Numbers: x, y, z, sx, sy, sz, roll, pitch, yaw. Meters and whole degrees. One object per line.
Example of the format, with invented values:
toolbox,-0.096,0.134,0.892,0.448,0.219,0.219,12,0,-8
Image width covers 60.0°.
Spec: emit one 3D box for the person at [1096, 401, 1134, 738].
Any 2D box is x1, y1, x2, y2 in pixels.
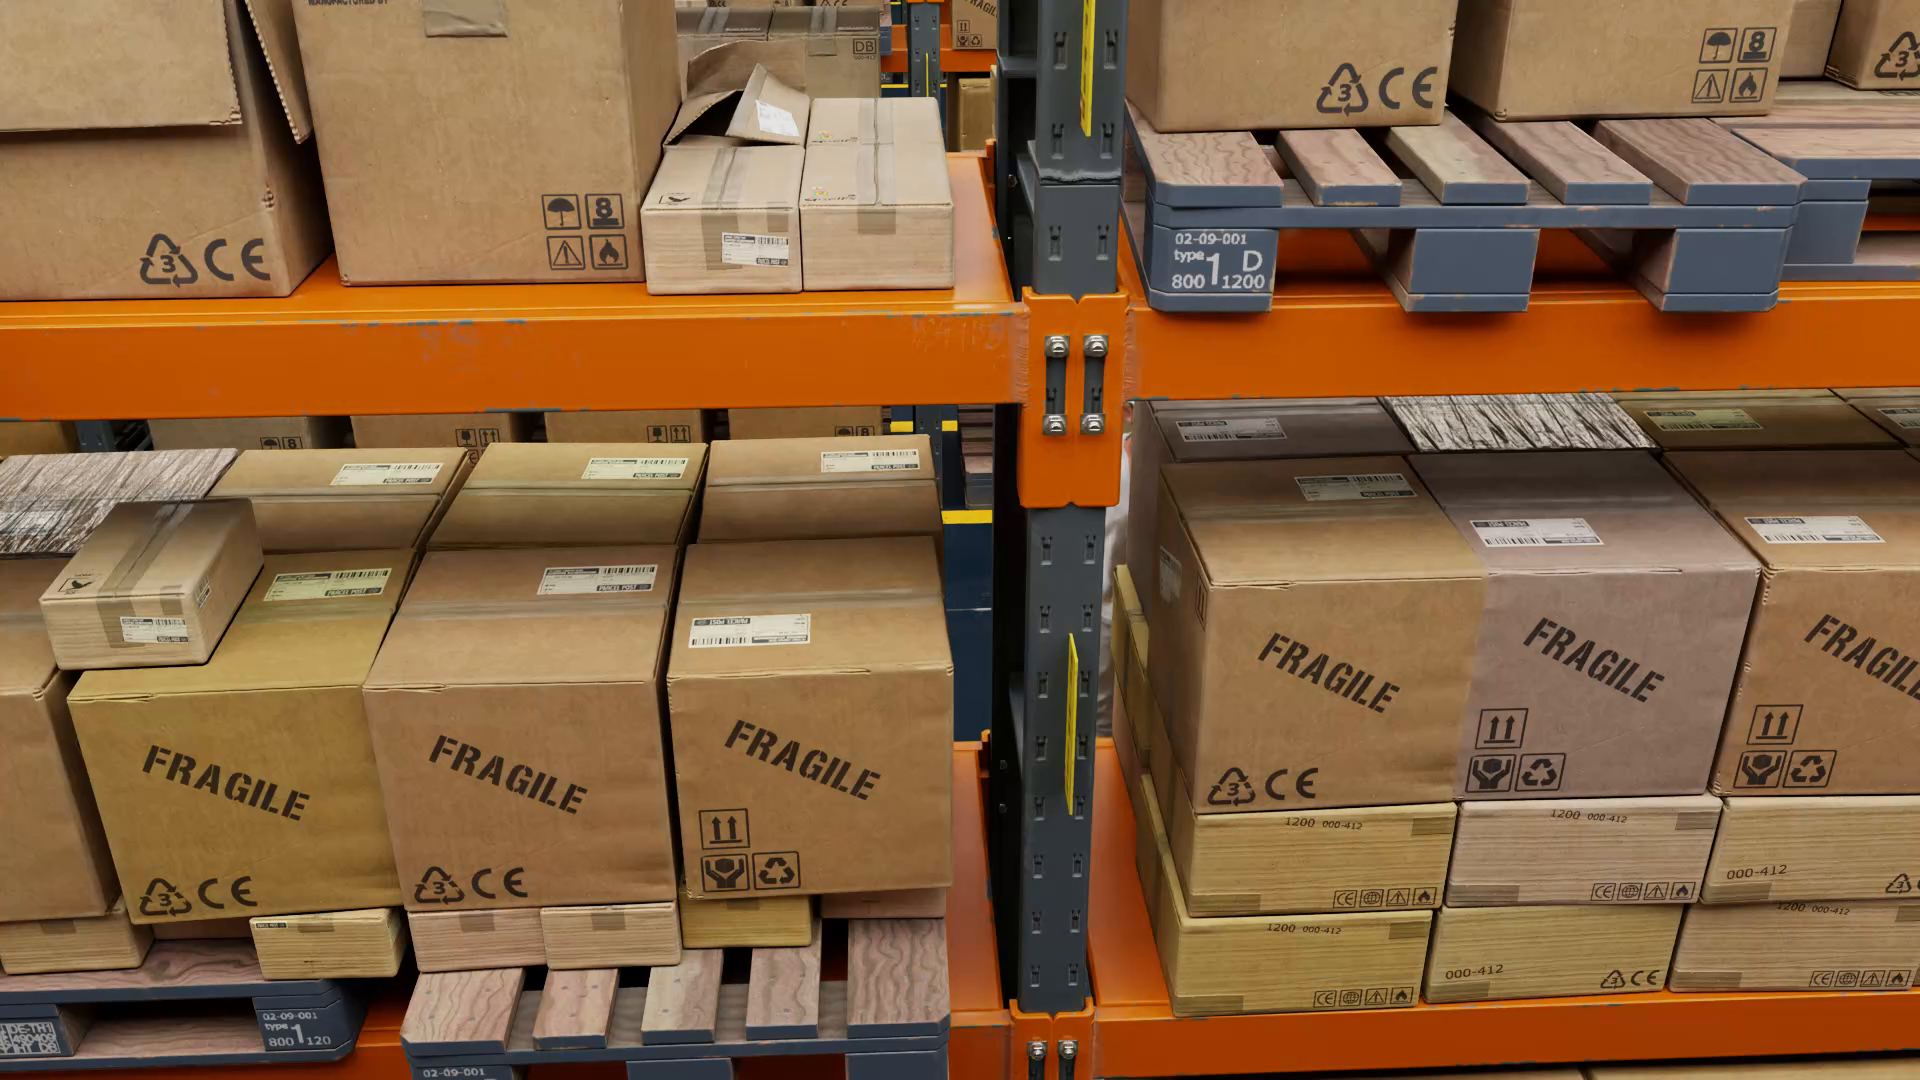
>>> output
person,0.620,0.257,5.631,0.525,1.819,0.360,-1,27,-1
